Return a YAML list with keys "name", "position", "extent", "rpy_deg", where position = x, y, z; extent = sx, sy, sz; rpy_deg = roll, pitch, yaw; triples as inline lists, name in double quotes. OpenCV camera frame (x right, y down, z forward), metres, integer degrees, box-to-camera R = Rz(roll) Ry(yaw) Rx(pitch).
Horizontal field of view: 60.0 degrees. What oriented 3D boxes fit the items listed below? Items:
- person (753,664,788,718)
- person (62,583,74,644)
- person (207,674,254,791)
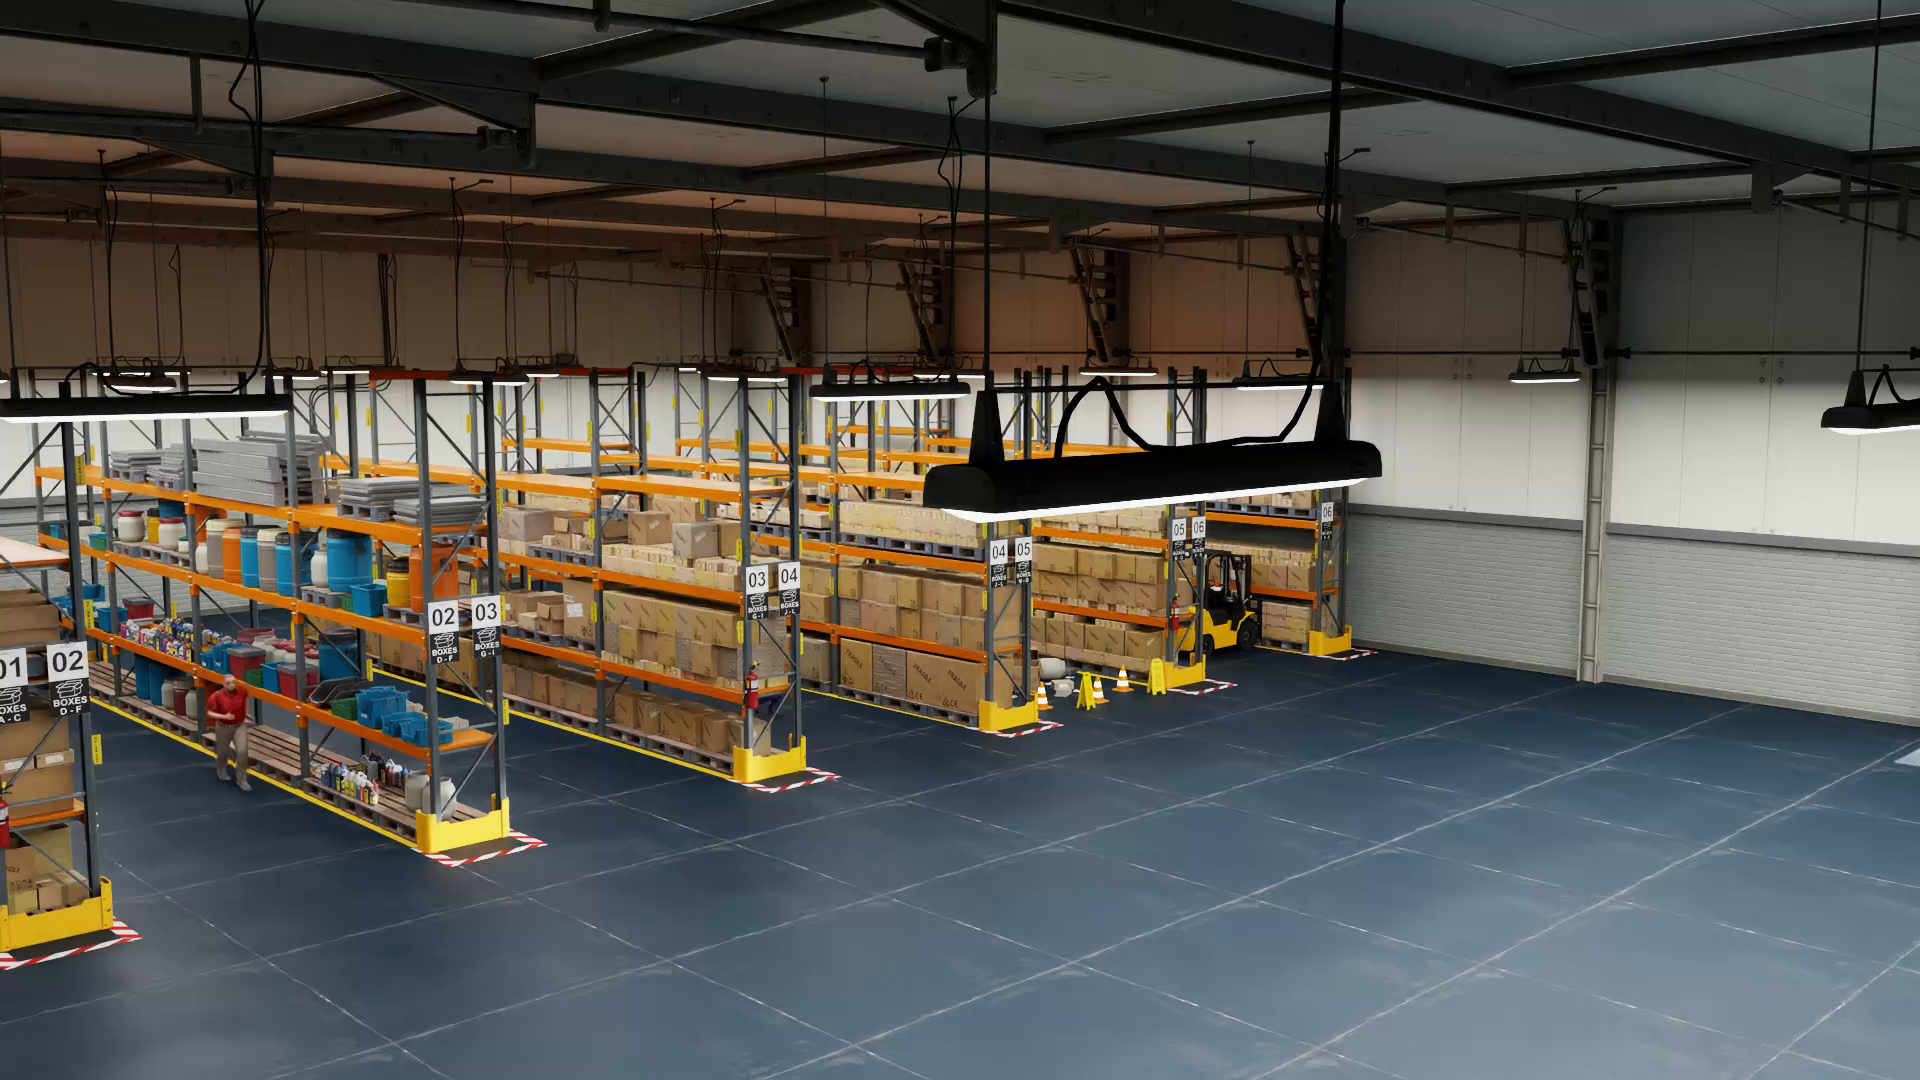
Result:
- name: "person"
  position: [-3.328, 2.303, 28.920]
  extent: [0.637, 1.582, 0.606]
  rpy_deg: [2, 7, 21]
- name: "person"
  position: [-18.033, 1.704, 33.662]
  extent: [0.823, 1.691, 0.675]
  rpy_deg: [-2, 7, -18]
- name: "person"
  position: [-10.627, 2.765, 24.224]
  extent: [0.667, 1.710, 0.969]
  rpy_deg: [-4, 8, -35]
